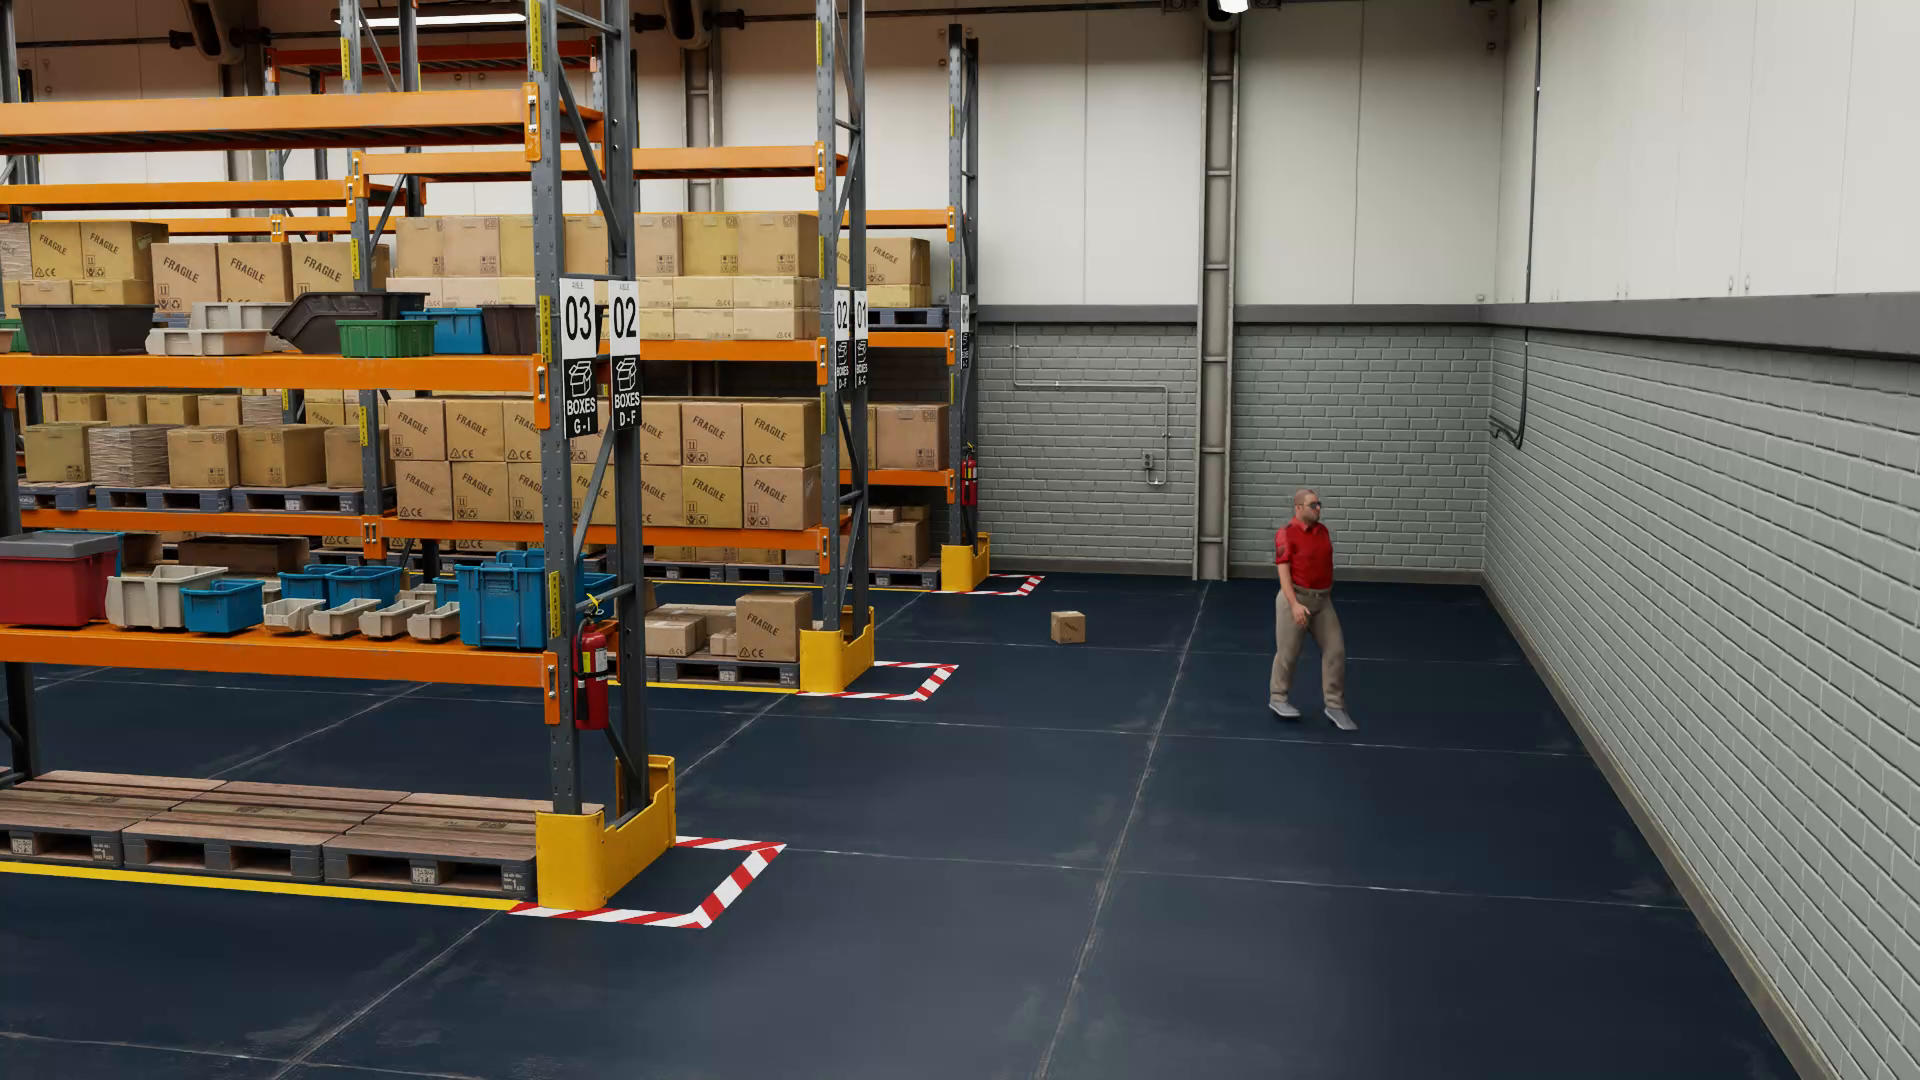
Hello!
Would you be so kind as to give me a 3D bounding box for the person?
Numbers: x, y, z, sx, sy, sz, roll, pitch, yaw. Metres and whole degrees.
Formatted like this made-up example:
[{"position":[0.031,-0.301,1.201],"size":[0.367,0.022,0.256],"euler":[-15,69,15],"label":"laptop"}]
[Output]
[{"position":[2.579,0.524,12.237],"size":[0.552,1.787,0.713],"euler":[-5,9,-31],"label":"person"}]
